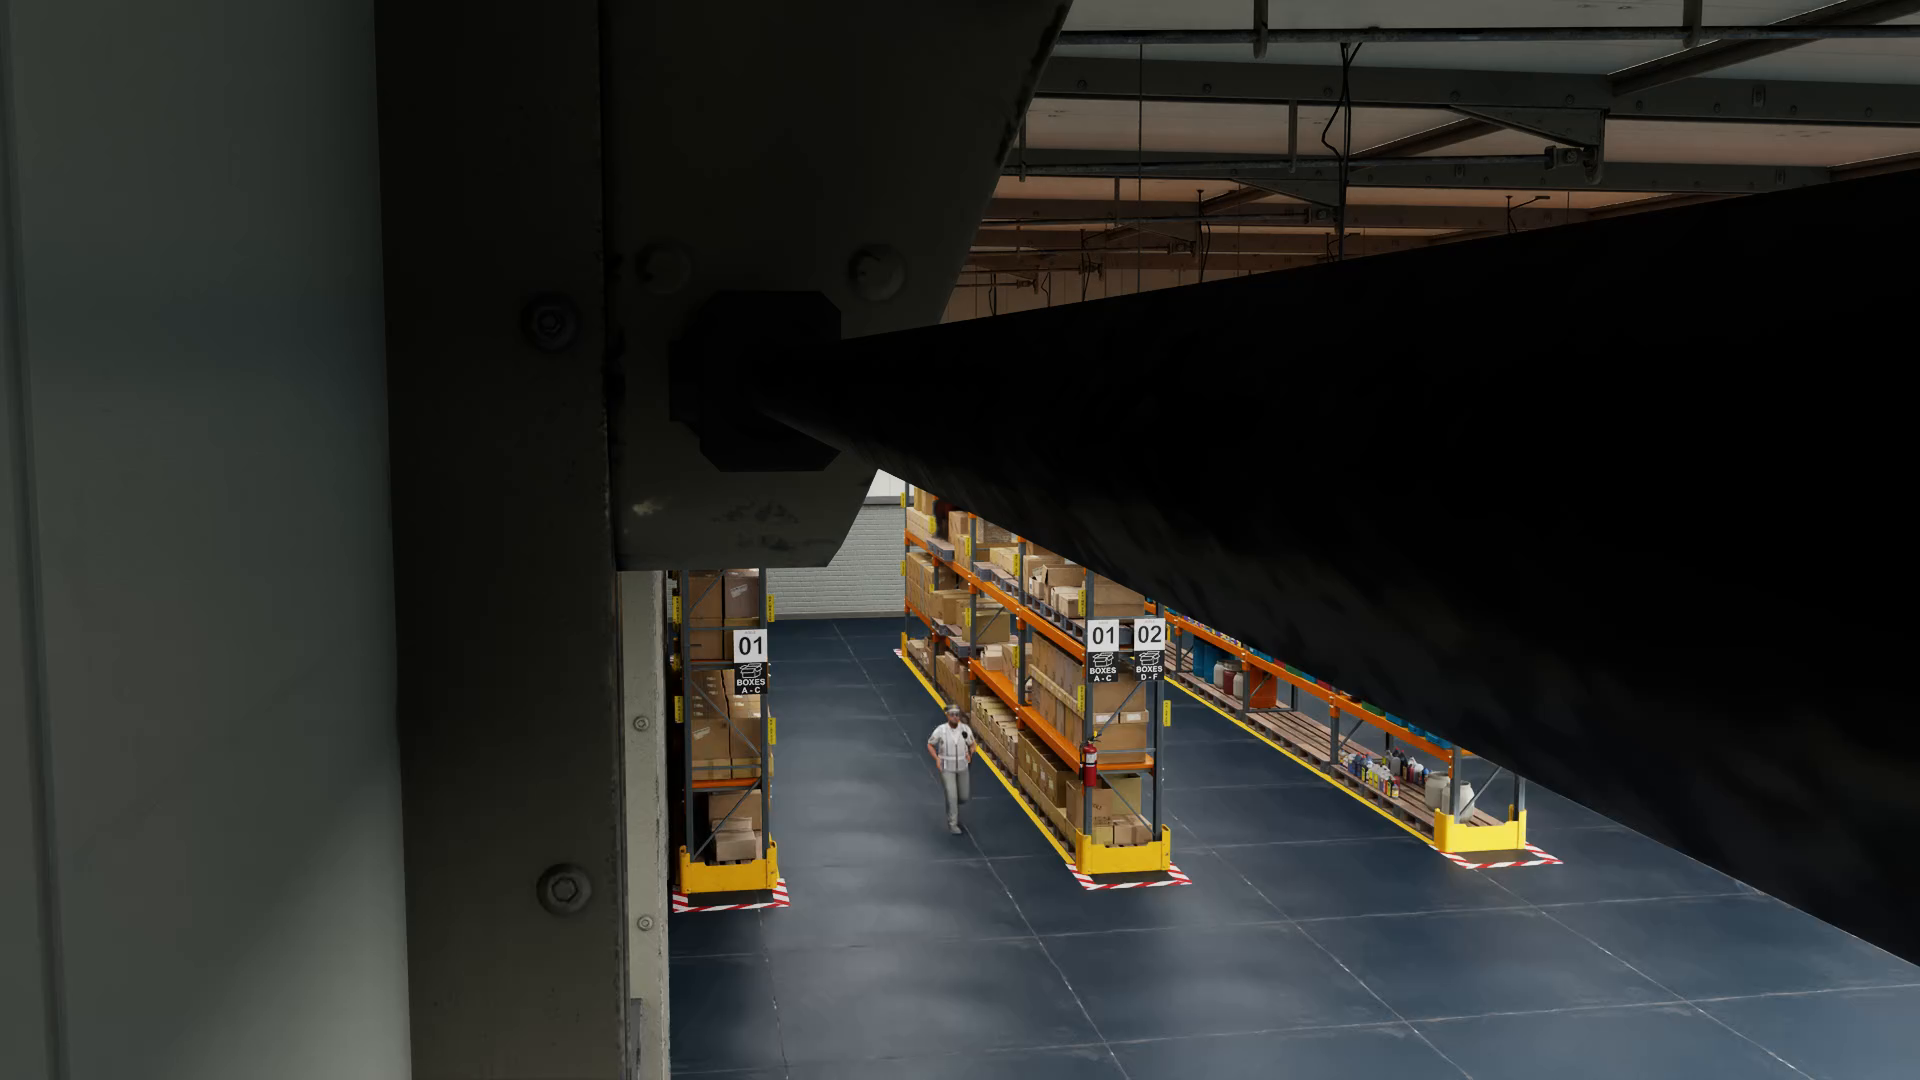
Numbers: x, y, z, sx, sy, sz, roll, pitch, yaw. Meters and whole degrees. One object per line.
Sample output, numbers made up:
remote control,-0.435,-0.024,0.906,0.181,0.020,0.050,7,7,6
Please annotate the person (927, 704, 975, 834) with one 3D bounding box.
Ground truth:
person,-0.103,3.099,22.807,0.672,1.741,0.779,-2,6,-15
